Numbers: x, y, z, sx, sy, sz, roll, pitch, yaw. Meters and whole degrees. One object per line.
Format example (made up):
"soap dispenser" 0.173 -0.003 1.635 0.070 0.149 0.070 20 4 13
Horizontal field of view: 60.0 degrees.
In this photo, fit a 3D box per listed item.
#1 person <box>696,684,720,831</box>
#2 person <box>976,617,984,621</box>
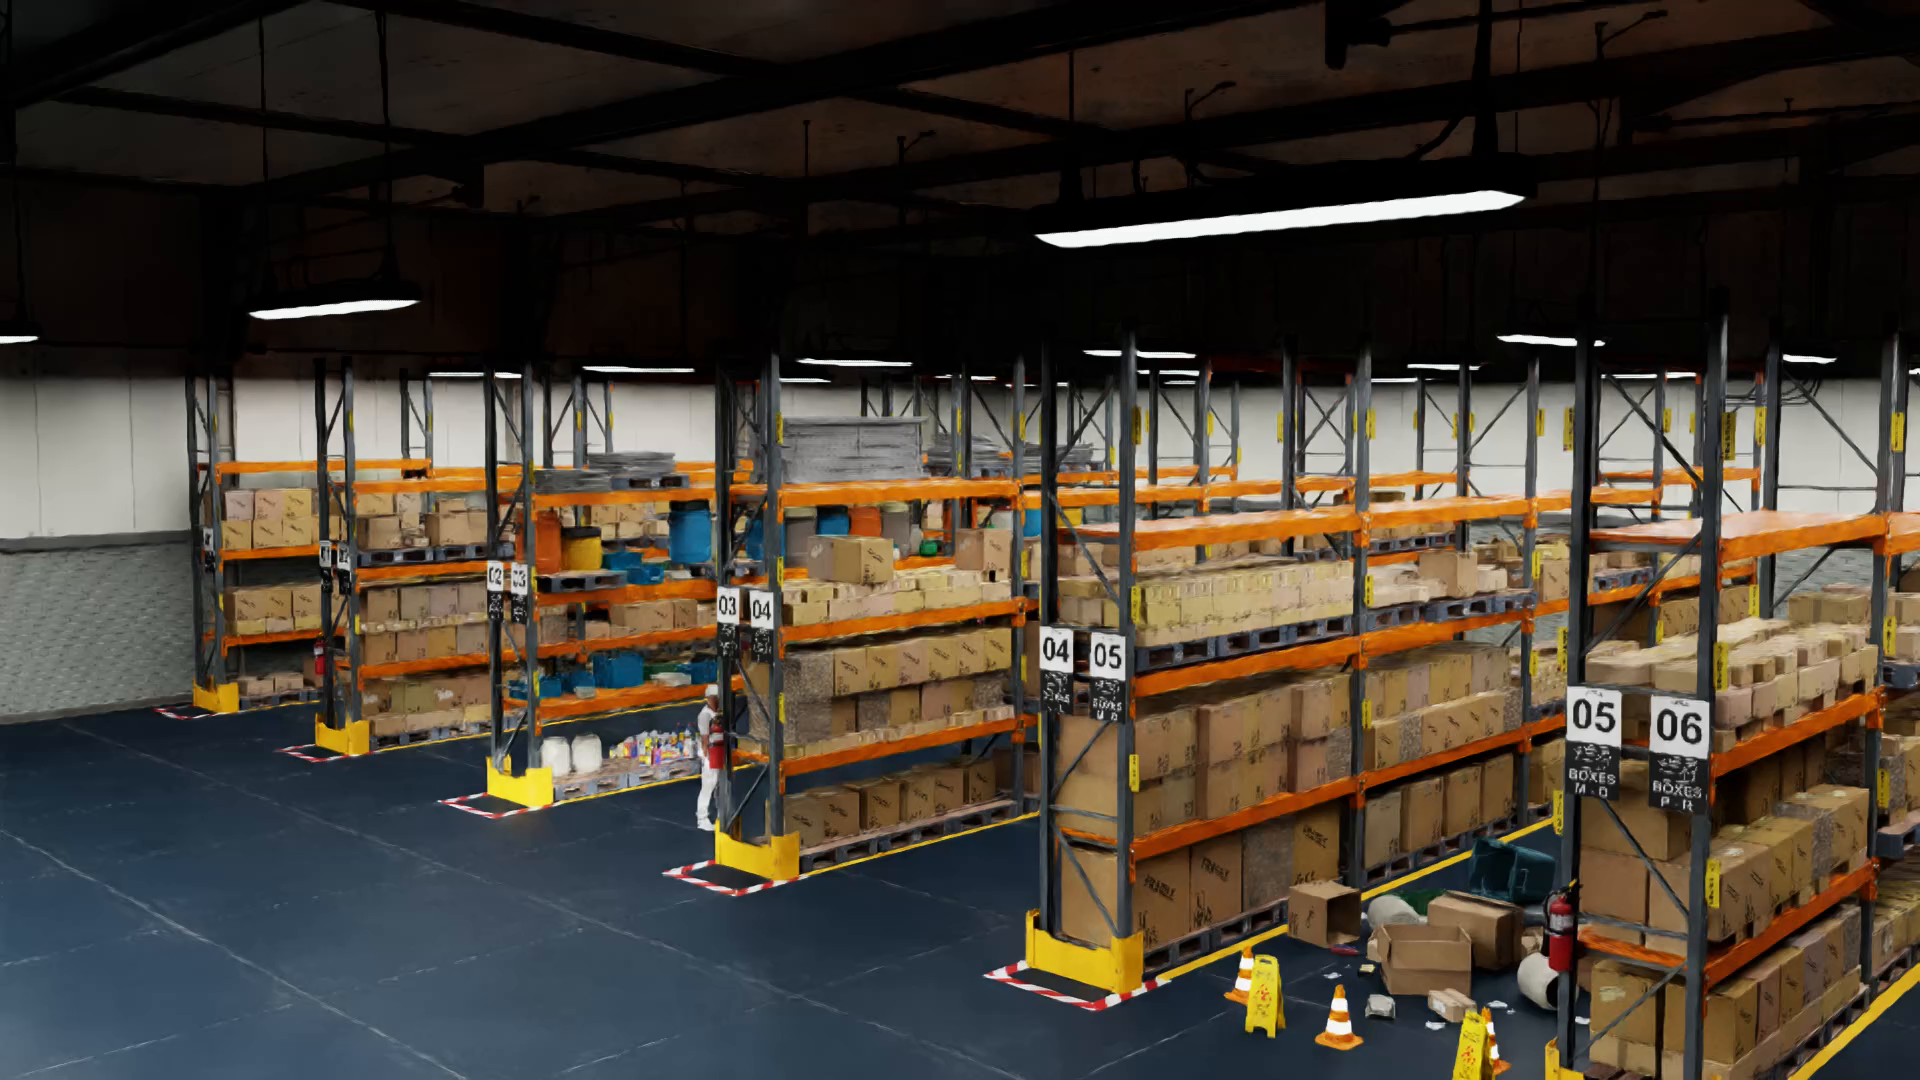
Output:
"person" -3.010 2.675 20.655 0.457 1.783 0.618 1 4 13
"person" 0.436 1.994 30.873 0.639 1.632 0.512 4 6 43
